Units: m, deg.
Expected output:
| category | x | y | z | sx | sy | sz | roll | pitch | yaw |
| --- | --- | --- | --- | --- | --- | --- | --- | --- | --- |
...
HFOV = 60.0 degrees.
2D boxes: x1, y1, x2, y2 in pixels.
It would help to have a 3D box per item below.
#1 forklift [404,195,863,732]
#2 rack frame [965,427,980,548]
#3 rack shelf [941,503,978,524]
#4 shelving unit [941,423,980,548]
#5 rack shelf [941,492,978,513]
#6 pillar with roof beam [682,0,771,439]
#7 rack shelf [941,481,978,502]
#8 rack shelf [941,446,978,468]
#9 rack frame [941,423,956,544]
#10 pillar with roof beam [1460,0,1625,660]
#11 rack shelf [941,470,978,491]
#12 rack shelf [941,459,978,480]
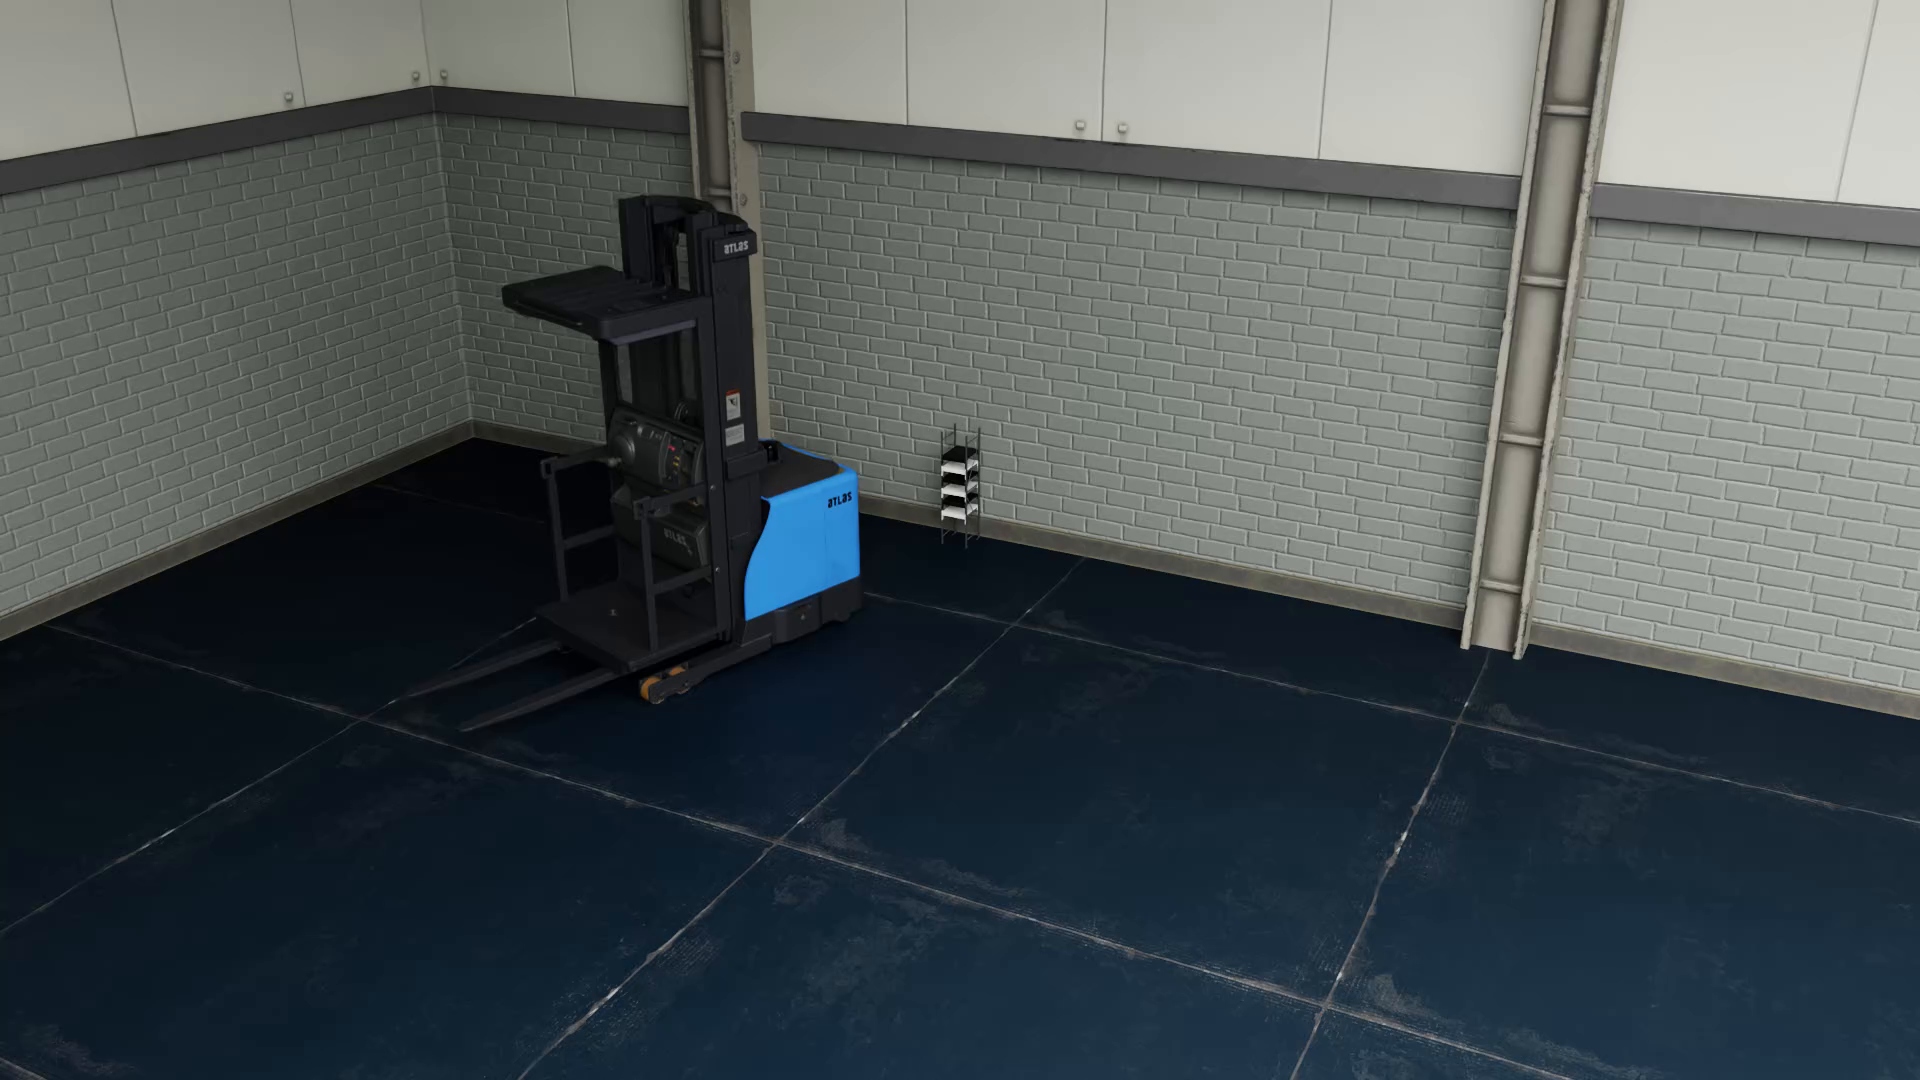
| category | x | y | z | sx | sy | sz | roll | pitch | yaw |
| --- | --- | --- | --- | --- | --- | --- | --- | --- | --- |
| forklift | -2.062 | -0.552 | 10.329 | 1.130 | 2.935 | 3.031 | 21 | 31 | 40 |
| rack frame | 0.096 | -0.392 | 12.548 | 0.006 | 0.900 | 0.240 | 11 | 25 | 24 |
| rack shelf | 0.005 | -0.213 | 12.672 | 0.200 | 0.077 | 0.258 | 11 | 25 | 24 |
| shelving unit | 0.005 | -0.409 | 12.589 | 0.210 | 0.900 | 0.258 | 11 | 25 | 24 |
| rack shelf | 0.005 | -0.296 | 12.637 | 0.200 | 0.077 | 0.258 | 11 | 25 | 24 |
| pillar with roof beam | -3.719 | -2.998 | 8.328 | 0.400 | 9.000 | 9.100 | 11 | 25 | 25 |
| rack shelf | 0.005 | -0.379 | 12.602 | 0.200 | 0.077 | 0.258 | 11 | 25 | 24 |
| rack shelf | 0.005 | -0.627 | 12.496 | 0.200 | 0.077 | 0.258 | 11 | 25 | 24 |
| rack frame | -0.086 | -0.427 | 12.630 | 0.006 | 0.900 | 0.240 | 11 | 25 | 24 |
| pillar with roof beam | 1.636 | -1.939 | 5.836 | 0.400 | 9.000 | 9.100 | 11 | 25 | 25 |
| rack shelf | 0.005 | -0.462 | 12.567 | 0.200 | 0.077 | 0.258 | 11 | 25 | 24 |
| rack shelf | 0.005 | -0.544 | 12.532 | 0.200 | 0.077 | 0.258 | 11 | 25 | 24 |
